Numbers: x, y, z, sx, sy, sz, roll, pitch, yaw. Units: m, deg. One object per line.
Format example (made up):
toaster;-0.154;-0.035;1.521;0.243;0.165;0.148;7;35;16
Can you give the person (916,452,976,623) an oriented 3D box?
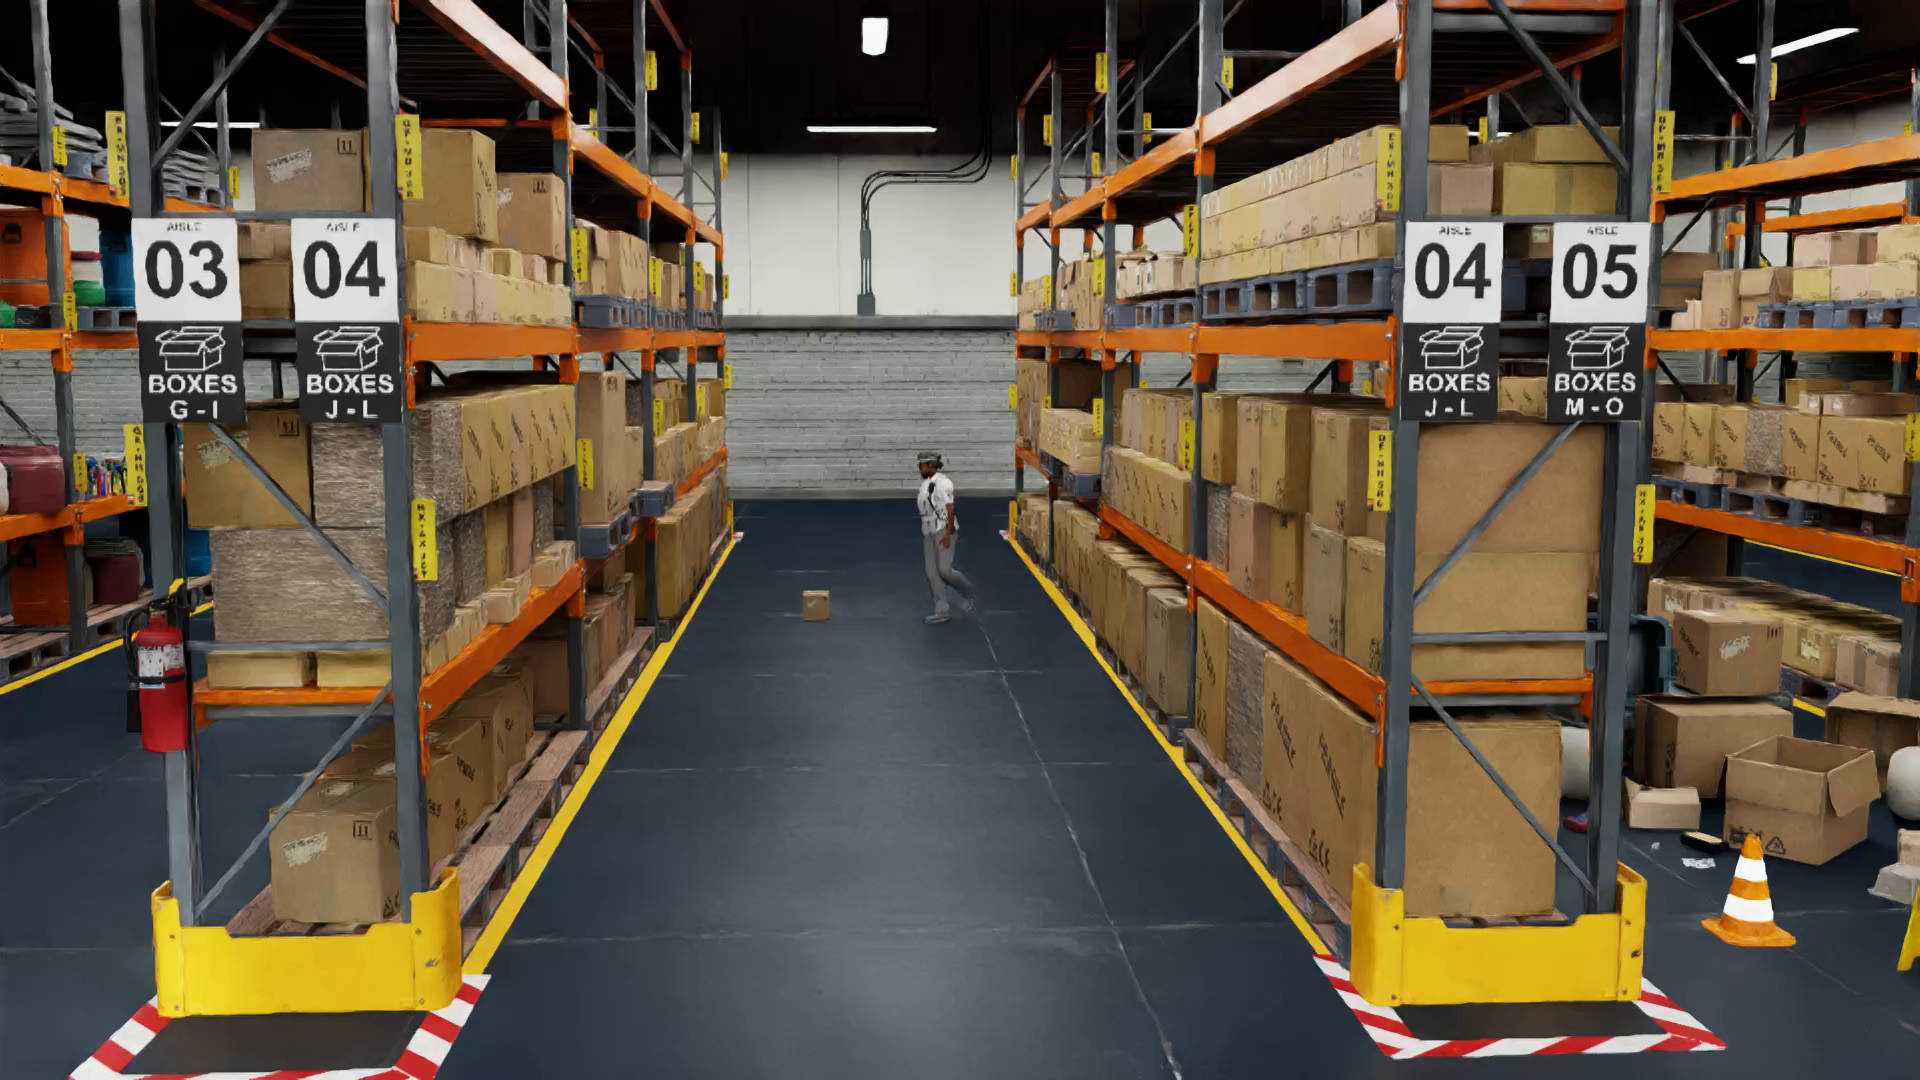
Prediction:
person;-0.171;-0.041;16.156;0.591;1.636;0.521;-6;9;-40
